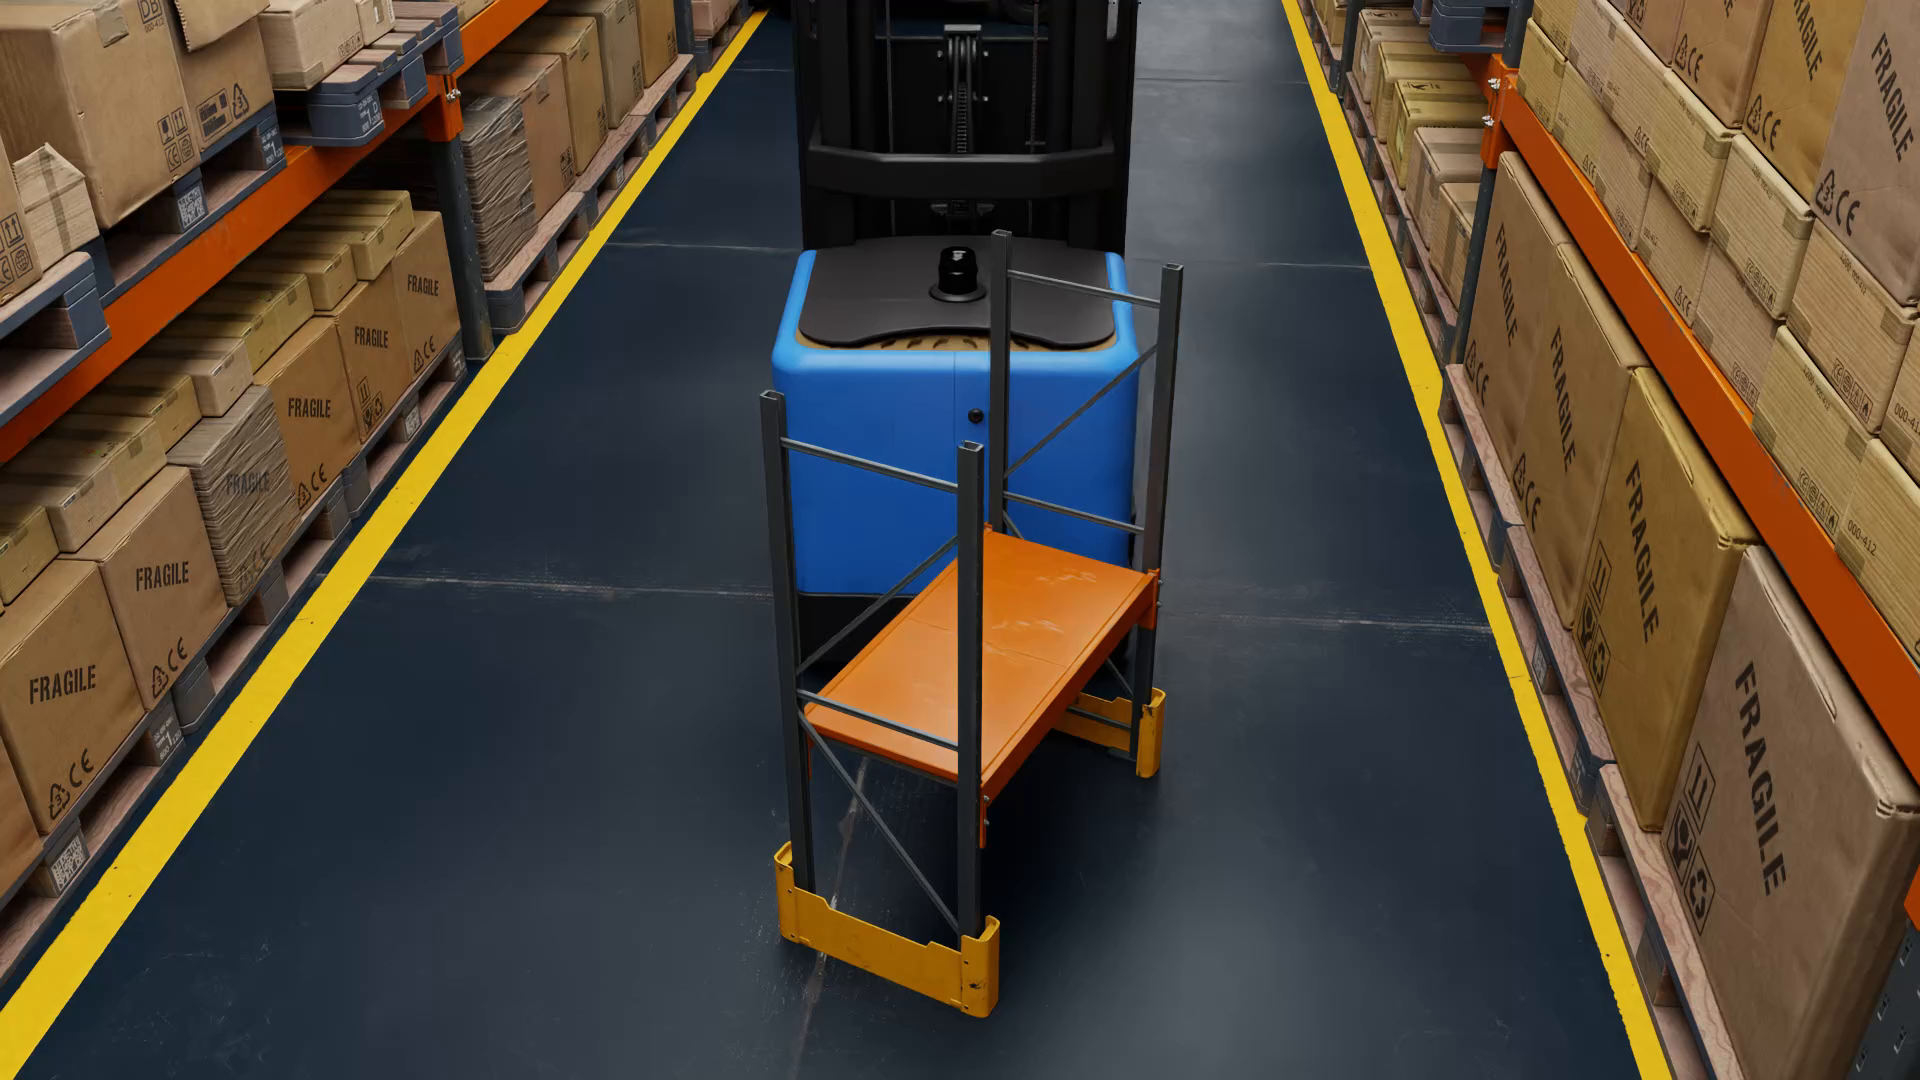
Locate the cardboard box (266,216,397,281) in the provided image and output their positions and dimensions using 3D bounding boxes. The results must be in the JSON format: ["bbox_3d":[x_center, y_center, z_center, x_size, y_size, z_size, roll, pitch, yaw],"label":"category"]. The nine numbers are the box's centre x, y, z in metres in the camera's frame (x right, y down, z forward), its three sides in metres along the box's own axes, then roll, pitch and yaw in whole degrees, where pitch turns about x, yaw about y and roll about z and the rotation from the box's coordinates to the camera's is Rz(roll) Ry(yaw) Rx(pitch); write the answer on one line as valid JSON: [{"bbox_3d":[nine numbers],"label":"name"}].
[{"bbox_3d":[-2.254,-1.046,5.952,0.380,0.149,0.250,1,32,1],"label":"cardboard box"}]

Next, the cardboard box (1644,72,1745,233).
[{"bbox_3d":[2.035,-0.958,4.111,0.500,0.250,0.500,3,32,5],"label":"cardboard box"}]

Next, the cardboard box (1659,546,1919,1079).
[{"bbox_3d":[2.118,0.632,3.491,0.875,0.875,0.875,3,32,6],"label":"cardboard box"}]

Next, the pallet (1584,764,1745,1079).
[{"bbox_3d":[2.135,1.014,3.903,1.003,0.211,1.213,2,32,4],"label":"pallet"}]

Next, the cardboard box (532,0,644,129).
[{"bbox_3d":[-2.251,-2.649,9.052,0.875,0.625,0.625,2,32,3],"label":"cardboard box"}]

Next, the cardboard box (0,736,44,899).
[{"bbox_3d":[-2.537,0.666,3.793,0.500,0.500,0.500,4,32,6],"label":"cardboard box"}]

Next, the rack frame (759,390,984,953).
[{"bbox_3d":[-0.180,0.401,3.670,0.500,1.500,0.032,16,35,24],"label":"rack frame"}]

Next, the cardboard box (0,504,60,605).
[{"bbox_3d":[-2.542,0.030,4.207,0.380,0.149,0.250,2,32,3],"label":"cardboard box"}]

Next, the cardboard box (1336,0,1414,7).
[{"bbox_3d":[2.579,-3.598,10.235,0.500,0.500,0.500,2,32,3],"label":"cardboard box"}]

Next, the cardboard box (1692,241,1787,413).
[{"bbox_3d":[2.035,-0.477,3.808,0.500,0.250,0.500,2,32,3],"label":"cardboard box"}]

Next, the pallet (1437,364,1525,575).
[{"bbox_3d":[2.333,-0.262,5.974,1.003,0.211,1.213,2,32,4],"label":"pallet"}]

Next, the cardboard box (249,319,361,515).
[{"bbox_3d":[-2.386,-0.417,5.551,0.500,0.500,0.500,4,32,6],"label":"cardboard box"}]

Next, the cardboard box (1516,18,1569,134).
[{"bbox_3d":[2.182,-1.549,5.547,0.500,0.250,0.500,2,32,3],"label":"cardboard box"}]

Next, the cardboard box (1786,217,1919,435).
[{"bbox_3d":[1.974,-0.418,3.236,0.500,0.250,0.500,3,32,5],"label":"cardboard box"}]

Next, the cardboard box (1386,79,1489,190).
[{"bbox_3d":[2.648,-1.996,8.234,0.950,0.372,0.625,3,32,6],"label":"cardboard box"}]

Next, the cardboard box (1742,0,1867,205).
[{"bbox_3d":[2.029,-1.014,3.488,0.500,0.500,0.500,3,32,5],"label":"cardboard box"}]

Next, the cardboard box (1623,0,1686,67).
[{"bbox_3d":[2.100,-1.549,4.356,0.500,0.500,0.500,3,32,5],"label":"cardboard box"}]

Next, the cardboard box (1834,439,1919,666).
[{"bbox_3d":[1.932,0.052,2.949,0.500,0.250,0.500,2,32,3],"label":"cardboard box"}]

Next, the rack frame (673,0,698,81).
[{"bbox_3d":[-2.149,-4.160,9.641,1.000,3.000,0.127,2,32,4],"label":"rack frame"}]

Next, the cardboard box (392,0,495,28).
[{"bbox_3d":[-2.195,-2.226,6.646,0.500,0.250,0.500,3,32,4],"label":"cardboard box"}]

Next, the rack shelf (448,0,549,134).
[{"bbox_3d":[-2.312,-2.808,8.133,1.077,0.370,4.000,2,32,4],"label":"rack shelf"}]

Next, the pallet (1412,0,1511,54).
[{"bbox_3d":[2.424,-2.154,6.568,1.213,0.211,1.003,2,32,4],"label":"pallet"}]

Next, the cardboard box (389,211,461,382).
[{"bbox_3d":[-2.295,-0.952,6.419,0.500,0.500,0.500,3,32,5],"label":"cardboard box"}]

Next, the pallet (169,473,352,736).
[{"bbox_3d":[-2.675,0.144,5.315,1.003,0.211,1.213,2,32,4],"label":"pallet"}]

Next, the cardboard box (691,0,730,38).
[{"bbox_3d":[-1.780,-3.407,10.640,0.500,0.250,0.500,3,32,4],"label":"cardboard box"}]

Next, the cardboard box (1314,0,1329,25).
[{"bbox_3d":[2.612,-3.557,10.884,0.500,0.250,0.500,2,32,3],"label":"cardboard box"}]

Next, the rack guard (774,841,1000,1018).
[{"bbox_3d":[-0.179,0.933,3.999,0.587,0.250,0.087,16,35,24],"label":"rack guard"}]

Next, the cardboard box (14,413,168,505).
[{"bbox_3d":[-2.462,-0.229,4.626,0.380,0.149,0.250,4,32,6],"label":"cardboard box"}]

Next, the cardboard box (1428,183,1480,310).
[{"bbox_3d":[2.529,-1.213,6.964,0.950,0.372,0.625,0,32,1],"label":"cardboard box"}]

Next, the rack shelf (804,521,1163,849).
[{"bbox_3d":[0.062,0.320,4.145,0.538,0.185,1.000,16,35,24],"label":"rack shelf"}]

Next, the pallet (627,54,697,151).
[{"bbox_3d":[-2.170,-2.586,9.745,1.003,0.211,1.213,2,32,4],"label":"pallet"}]

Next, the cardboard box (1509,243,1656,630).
[{"bbox_3d":[2.257,-0.308,5.016,0.875,0.875,0.875,3,32,5],"label":"cardboard box"}]

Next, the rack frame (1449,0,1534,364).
[{"bbox_3d":[2.473,-1.858,5.906,1.000,3.000,0.127,2,32,4],"label":"rack frame"}]

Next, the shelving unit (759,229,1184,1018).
[{"bbox_3d":[0.058,0.171,4.043,0.587,1.500,1.083,16,35,24],"label":"shelving unit"}]

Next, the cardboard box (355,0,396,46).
[{"bbox_3d":[-2.146,-1.780,5.619,0.380,0.149,0.250,3,32,5],"label":"cardboard box"}]

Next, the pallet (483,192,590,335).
[{"bbox_3d":[-2.369,-1.310,7.674,1.003,0.211,1.213,2,32,4],"label":"pallet"}]

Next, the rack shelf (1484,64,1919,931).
[{"bbox_3d":[2.310,-0.506,4.398,1.077,0.370,4.000,2,32,4],"label":"rack shelf"}]

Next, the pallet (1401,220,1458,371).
[{"bbox_3d":[2.538,-1.080,7.300,1.003,0.211,1.213,2,32,4],"label":"pallet"}]

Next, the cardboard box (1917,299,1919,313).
[{"bbox_3d":[1.933,-0.479,2.620,0.500,0.500,0.500,3,32,6],"label":"cardboard box"}]

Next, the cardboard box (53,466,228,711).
[{"bbox_3d":[-2.458,0.126,4.669,0.500,0.500,0.500,2,32,3],"label":"cardboard box"}]

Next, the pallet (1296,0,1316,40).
[{"bbox_3d":[2.914,-3.755,11.642,1.003,0.211,1.213,2,32,4],"label":"pallet"}]

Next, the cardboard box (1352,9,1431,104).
[{"bbox_3d":[2.758,-2.735,9.434,0.950,0.372,0.625,3,32,5],"label":"cardboard box"}]

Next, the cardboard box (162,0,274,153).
[{"bbox_3d":[-2.423,-1.429,4.712,0.797,0.503,0.637,2,32,3],"label":"cardboard box"}]

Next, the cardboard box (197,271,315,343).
[{"bbox_3d":[-2.386,-0.774,5.511,0.380,0.149,0.250,3,32,5],"label":"cardboard box"}]

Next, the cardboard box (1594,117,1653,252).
[{"bbox_3d":[2.109,-1.006,4.666,0.500,0.250,0.500,3,32,6],"label":"cardboard box"}]

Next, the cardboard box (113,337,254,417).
[{"bbox_3d":[-2.399,-0.498,5.062,0.380,0.149,0.250,1,32,2],"label":"cardboard box"}]

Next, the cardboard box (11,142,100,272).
[{"bbox_3d":[-2.305,-0.808,3.930,0.396,0.266,0.258,4,32,6],"label":"cardboard box"}]

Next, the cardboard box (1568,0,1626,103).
[{"bbox_3d":[2.142,-1.482,4.963,0.500,0.250,0.500,3,32,5],"label":"cardboard box"}]

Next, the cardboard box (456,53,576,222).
[{"bbox_3d":[-2.365,-1.904,7.843,0.875,0.625,0.625,3,32,6],"label":"cardboard box"}]

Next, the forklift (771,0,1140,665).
[{"bbox_3d":[0.019,-1.609,5.567,1.130,2.935,3.031,1,32,1],"label":"forklift"}]

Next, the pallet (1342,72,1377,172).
[{"bbox_3d":[2.736,-2.355,9.371,1.003,0.211,1.213,2,32,4],"label":"pallet"}]

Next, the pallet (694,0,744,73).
[{"bbox_3d":[-2.043,-3.387,11.044,1.003,0.211,1.213,2,32,4],"label":"pallet"}]
